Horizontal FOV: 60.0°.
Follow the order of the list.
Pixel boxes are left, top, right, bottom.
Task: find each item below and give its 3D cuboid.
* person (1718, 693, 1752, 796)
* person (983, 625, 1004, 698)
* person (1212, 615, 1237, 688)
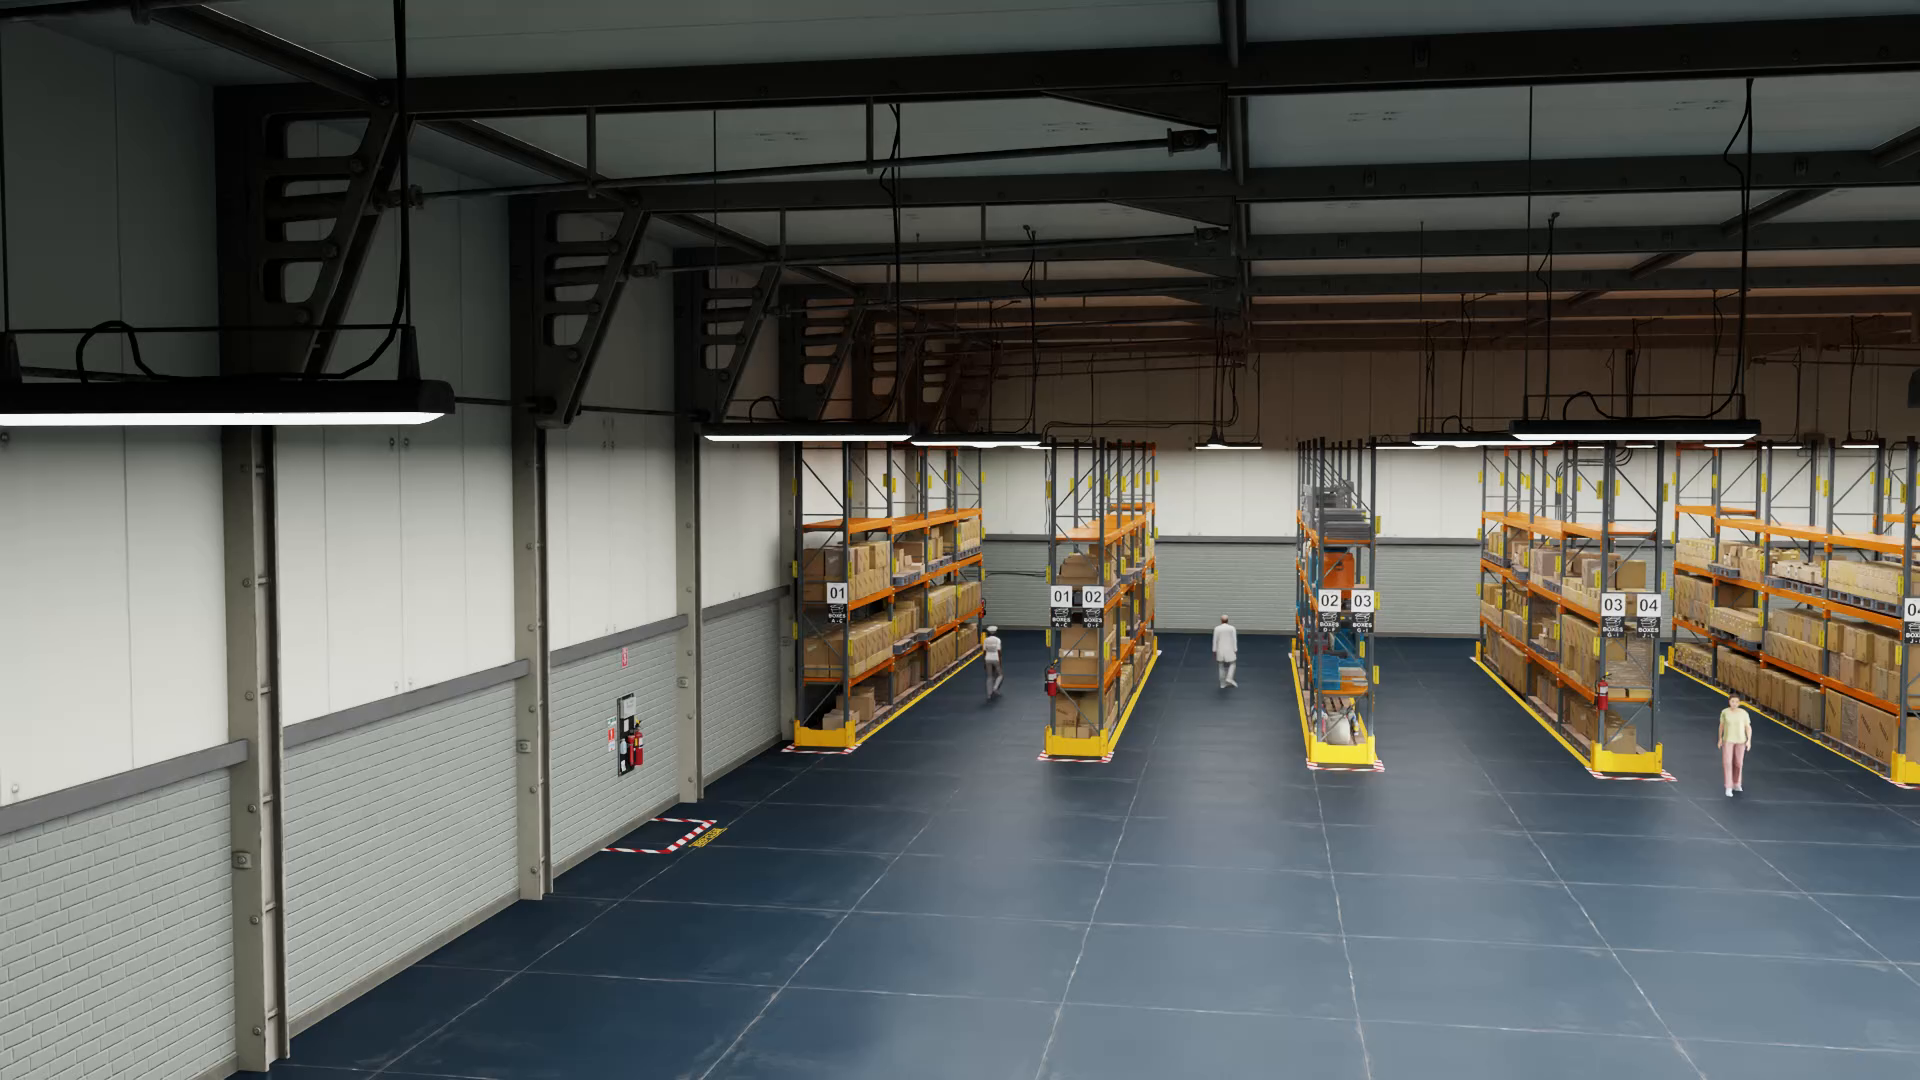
[{"bbox_3d":[12.997,3.418,27.902,0.504,1.695,0.619,1,3,26],"label":"person"},{"bbox_3d":[0.769,2.831,38.629,0.499,1.677,0.445,1,3,22],"label":"person"},{"bbox_3d":[6.420,2.704,40.307,0.618,1.777,0.549,1,3,17],"label":"person"}]
